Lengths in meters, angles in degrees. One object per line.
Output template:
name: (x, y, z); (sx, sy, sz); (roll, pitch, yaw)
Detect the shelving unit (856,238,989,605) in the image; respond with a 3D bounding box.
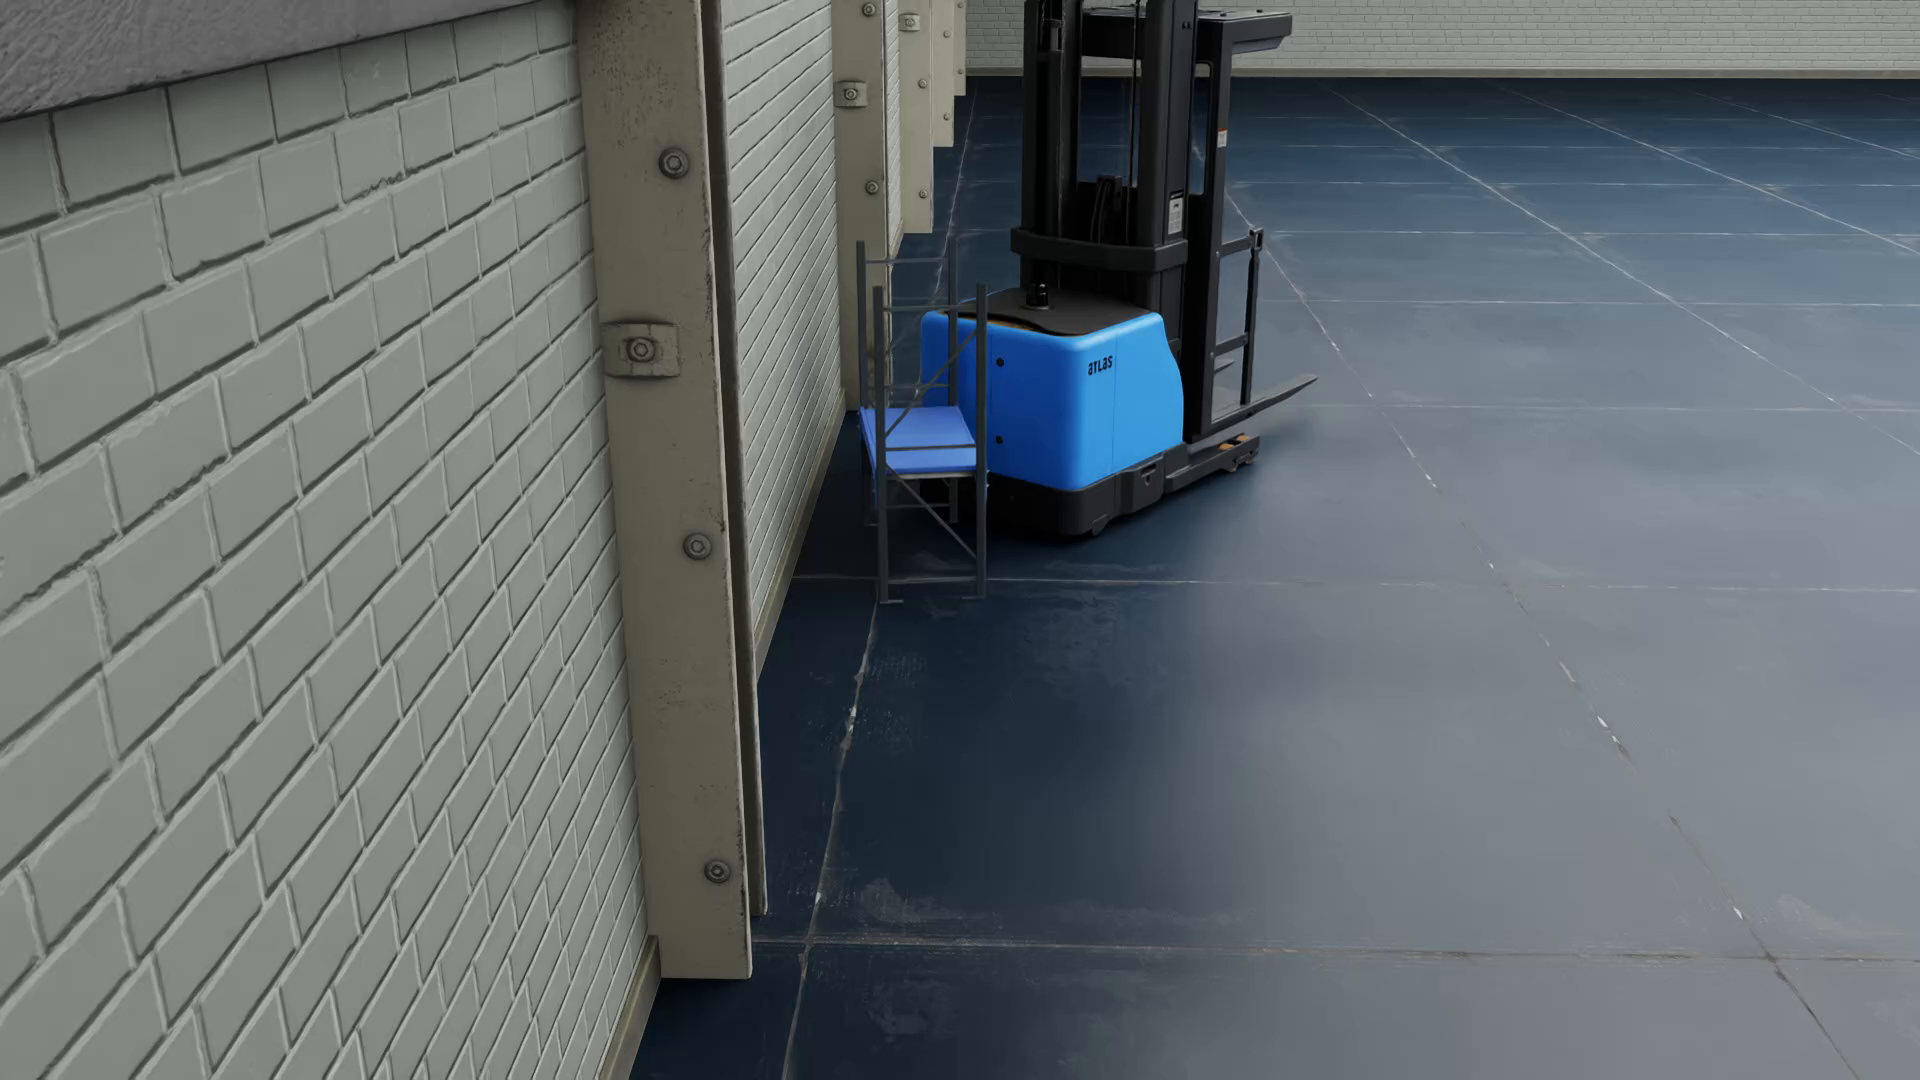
shelving unit: (-0.196, -0.597, 7.993); (0.538, 1.500, 1.048); (-3, 21, -7)

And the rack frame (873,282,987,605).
rack frame: (-0.131, -0.414, 7.523); (0.500, 1.500, 0.032); (-3, 21, -7)

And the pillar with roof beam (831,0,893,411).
pillar with roof beam: (3.696, -5.051, 9.106); (9.100, 9.000, 0.400); (1, 21, 2)

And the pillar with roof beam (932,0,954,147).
pillar with roof beam: (4.061, -9.390, 20.288); (9.100, 9.000, 0.400); (1, 21, 2)

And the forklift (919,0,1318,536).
forklift: (1.088, -1.851, 9.248); (1.130, 2.935, 3.031); (16, 26, 35)

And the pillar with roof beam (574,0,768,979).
pillar with roof beam: (3.513, -2.881, 3.515); (9.100, 9.000, 0.400); (1, 21, 2)

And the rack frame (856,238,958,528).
rack frame: (-0.262, -0.779, 8.463); (0.500, 1.500, 0.032); (-3, 21, -7)

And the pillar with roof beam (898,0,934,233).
pillar with roof beam: (3.878, -7.220, 14.697); (9.100, 9.000, 0.400); (1, 21, 2)

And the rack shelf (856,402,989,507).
rack shelf: (-0.196, -0.429, 8.058); (0.538, 0.185, 1.000); (-3, 21, -7)

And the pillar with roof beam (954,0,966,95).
pillar with roof beam: (4.243, -11.559, 25.879); (9.100, 9.000, 0.400); (1, 21, 2)
